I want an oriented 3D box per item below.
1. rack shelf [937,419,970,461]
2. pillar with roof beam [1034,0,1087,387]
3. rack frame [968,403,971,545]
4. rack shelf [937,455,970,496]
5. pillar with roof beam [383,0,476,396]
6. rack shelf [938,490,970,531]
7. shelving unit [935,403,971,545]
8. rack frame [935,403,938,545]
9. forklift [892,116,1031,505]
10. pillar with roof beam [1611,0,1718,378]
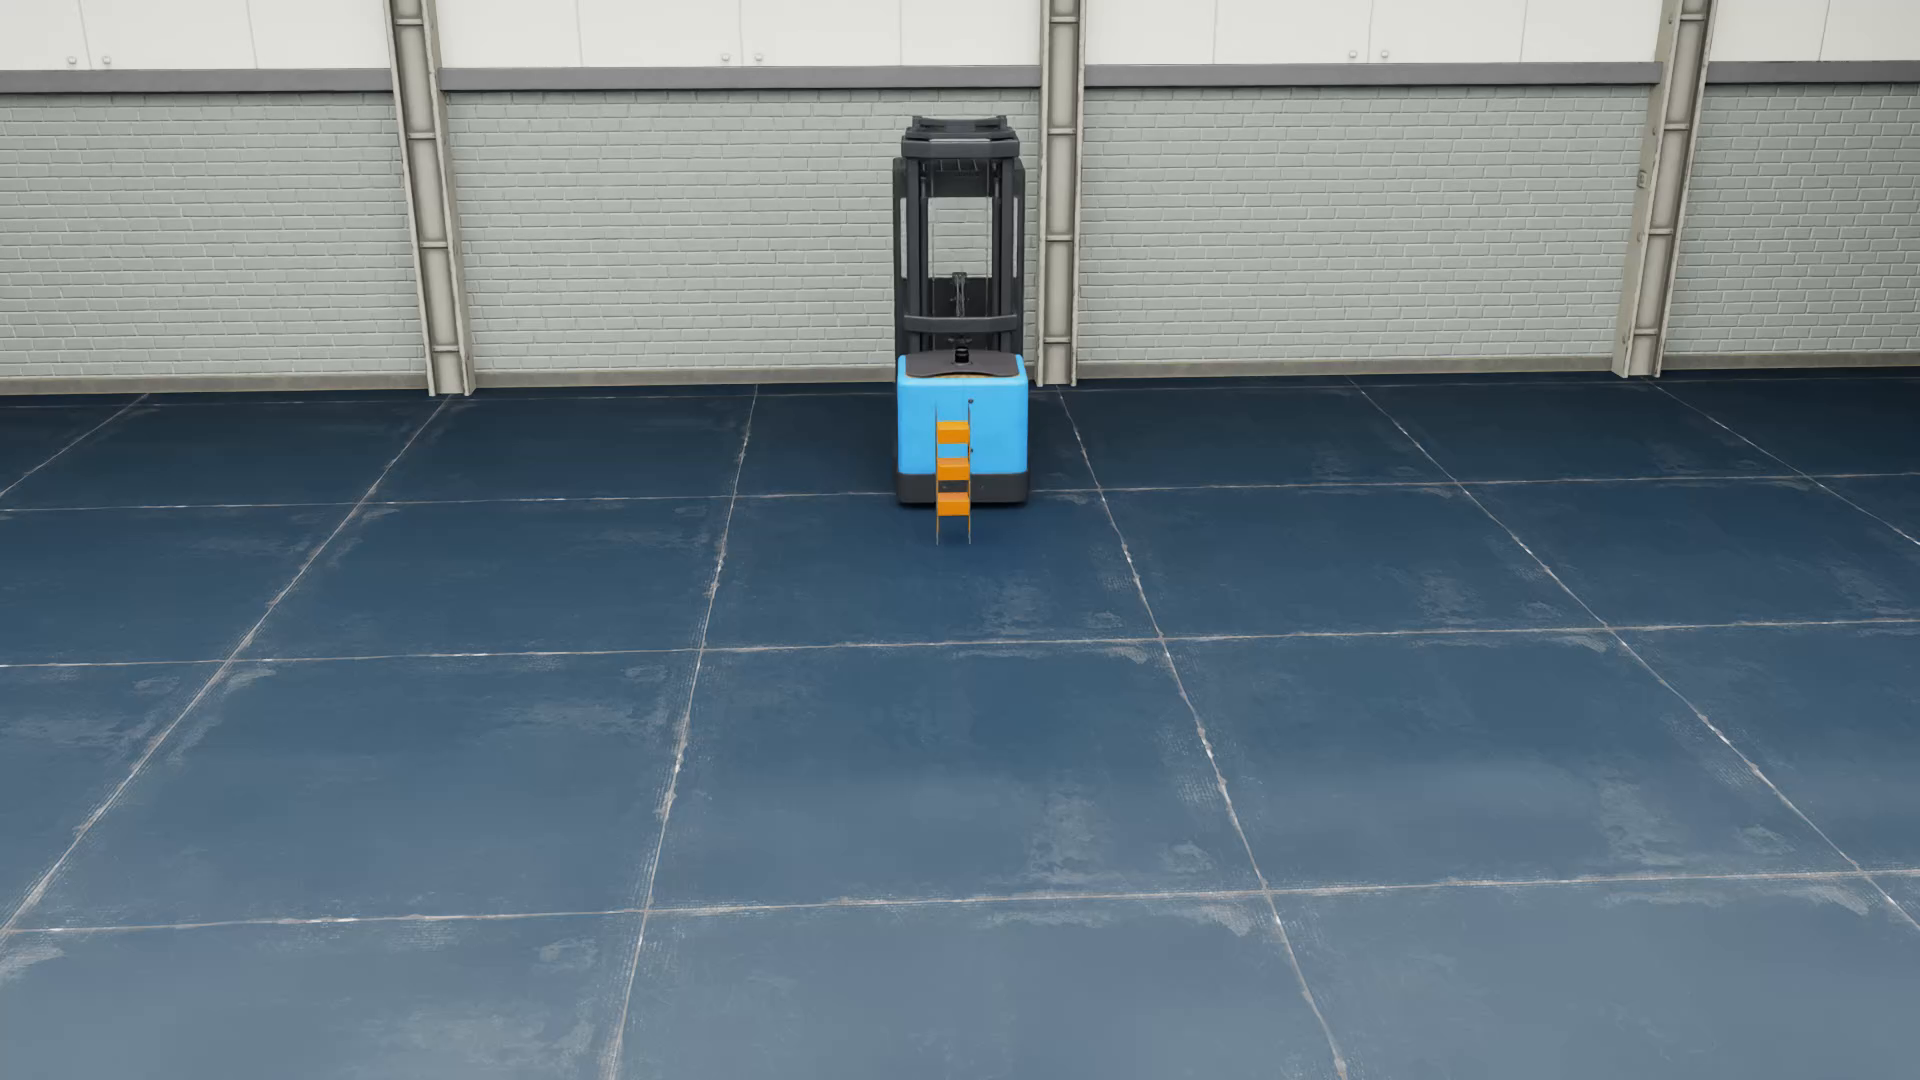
[{"bbox_3d":[-0.053,-0.745,12.334,0.240,0.259,0.215,-1,21,-3],"label":"rack shelf"},{"bbox_3d":[1.208,-4.271,11.193,0.400,9.000,9.100,-1,21,-3],"label":"pillar with roof beam"},{"bbox_3d":[0.068,-0.492,12.438,0.008,1.050,0.200,-1,21,-3],"label":"rack frame"},{"bbox_3d":[-0.053,-0.480,12.435,0.240,0.259,0.215,-1,21,-3],"label":"rack shelf"},{"bbox_3d":[-4.782,-4.150,10.873,0.400,9.000,9.100,-1,21,-3],"label":"pillar with roof beam"},{"bbox_3d":[-0.053,-0.220,12.534,0.240,0.259,0.215,-1,21,-3],"label":"rack shelf"},{"bbox_3d":[-0.053,-0.490,12.431,0.252,1.050,0.215,-1,21,-3],"label":"shelving unit"},{"bbox_3d":[-0.175,-0.487,12.425,0.008,1.050,0.200,-1,21,-3],"label":"rack frame"},{"bbox_3d":[-0.015,-2.122,14.075,1.130,2.935,3.031,-1,21,-2],"label":"forklift"},{"bbox_3d":[7.198,-4.393,11.513,0.400,9.000,9.100,-1,21,-3],"label":"pillar with roof beam"}]
